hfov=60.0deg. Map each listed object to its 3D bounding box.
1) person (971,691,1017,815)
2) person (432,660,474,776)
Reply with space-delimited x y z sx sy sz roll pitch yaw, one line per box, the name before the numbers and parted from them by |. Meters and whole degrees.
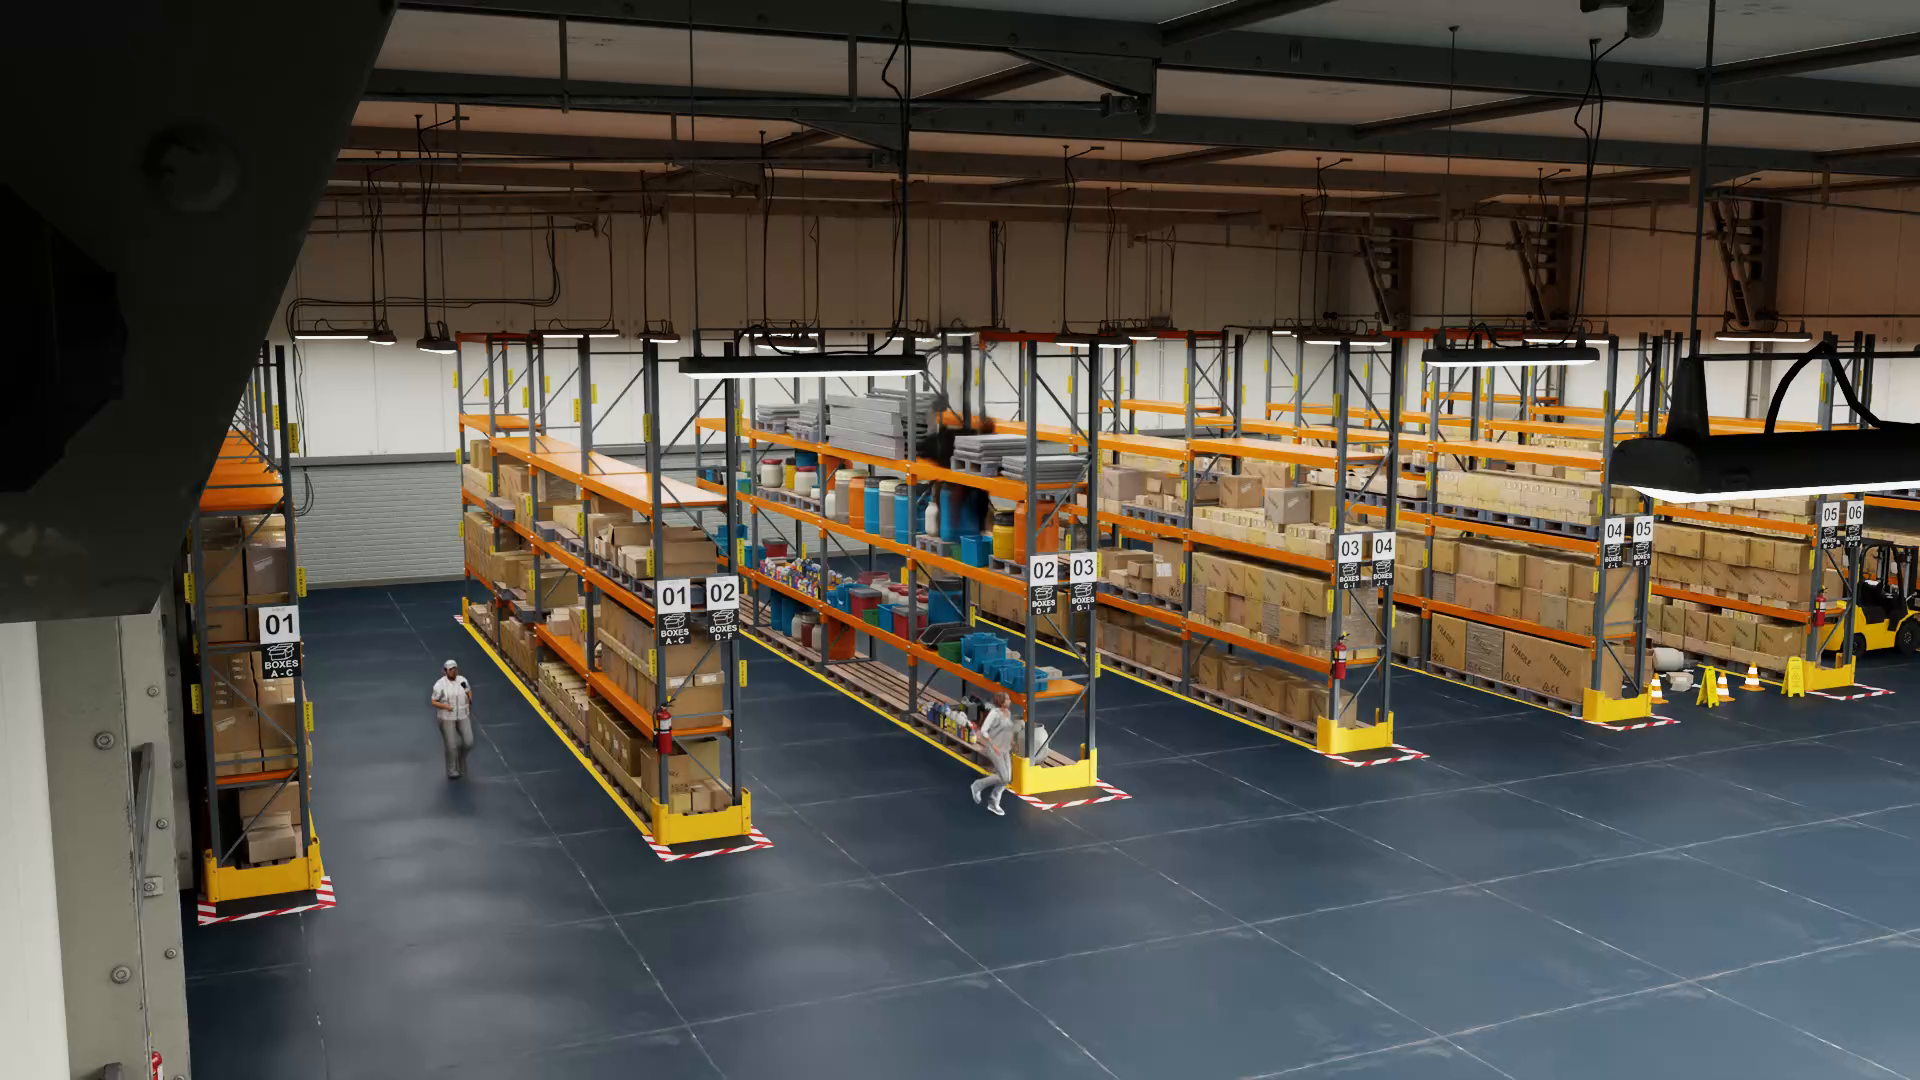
person | 0.469 2.712 21.391 0.528 1.539 0.552 5 9 31
person | -6.912 2.452 22.808 0.593 1.624 0.554 -5 9 -34
